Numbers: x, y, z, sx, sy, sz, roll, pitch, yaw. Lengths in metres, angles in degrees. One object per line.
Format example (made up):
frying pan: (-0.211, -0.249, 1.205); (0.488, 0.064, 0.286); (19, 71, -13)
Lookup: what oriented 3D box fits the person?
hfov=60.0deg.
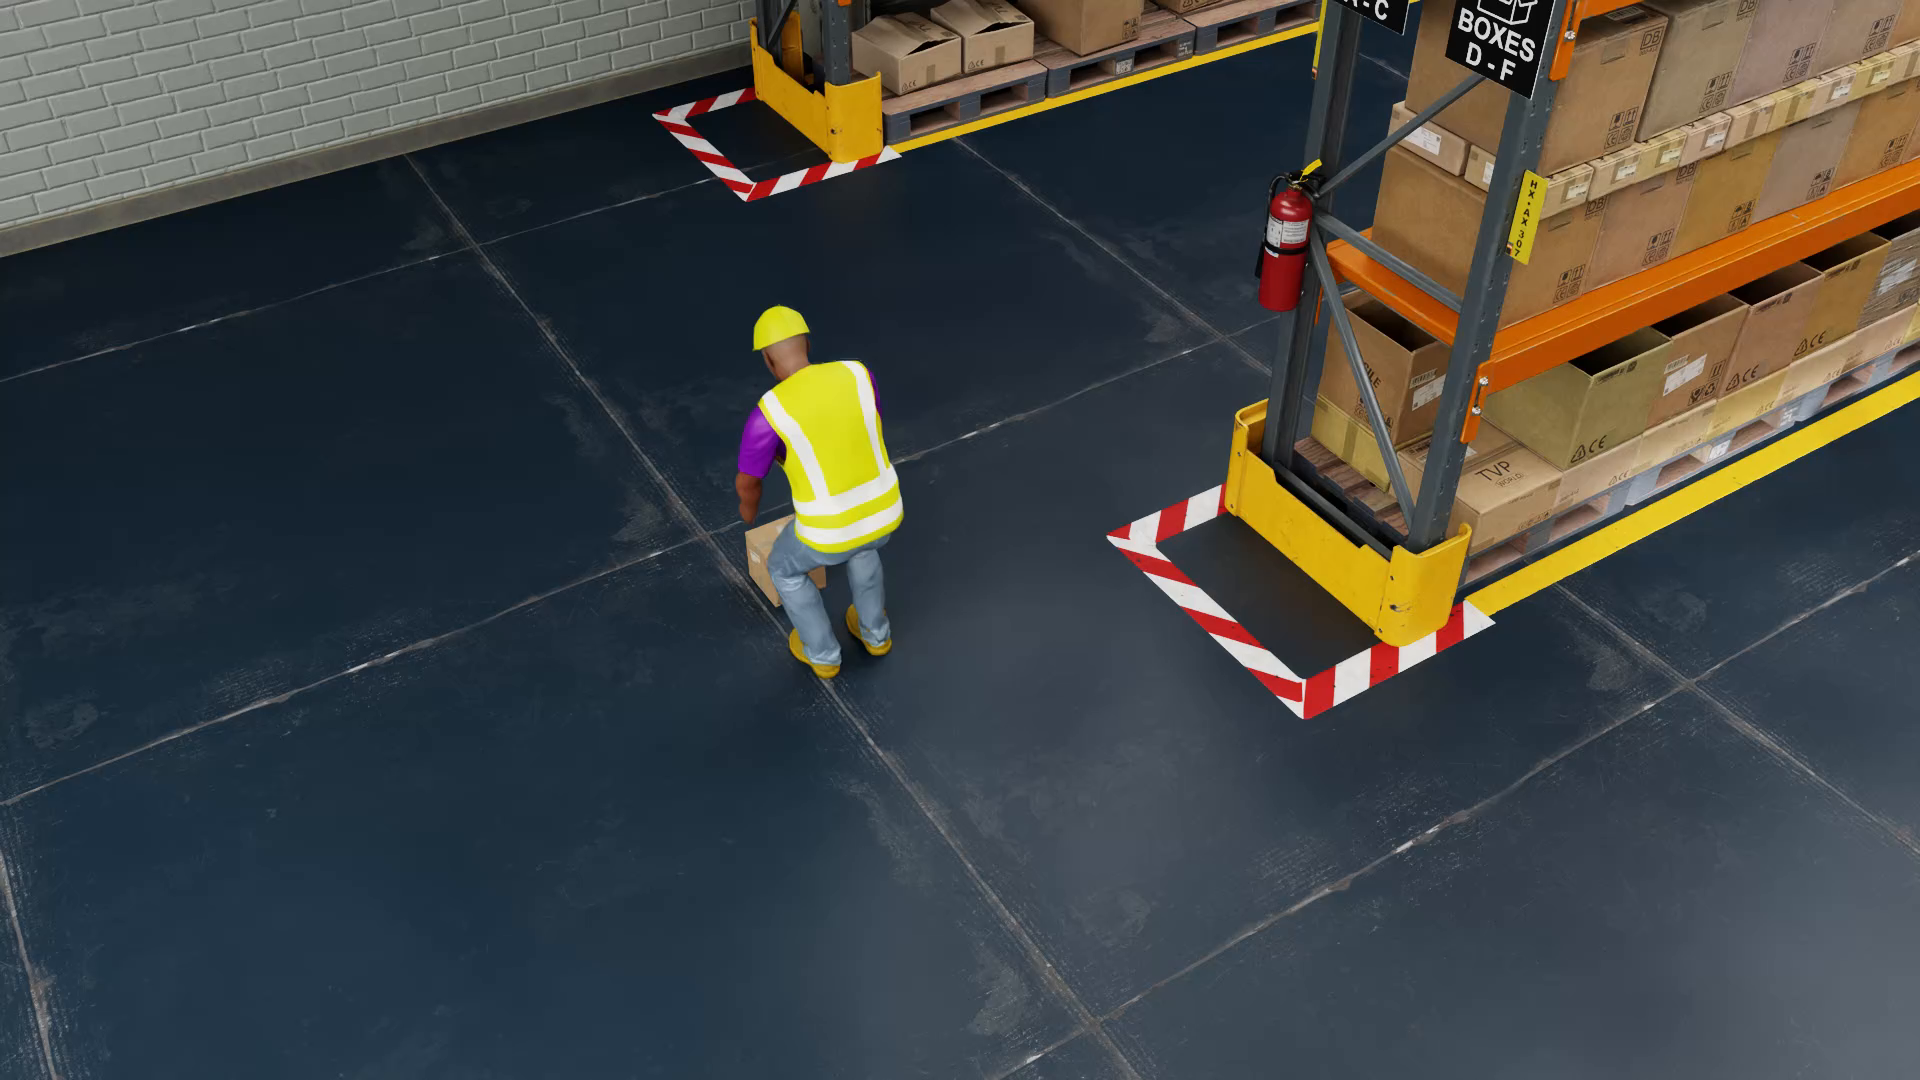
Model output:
person: (-0.551, -0.152, 6.489); (0.625, 1.543, 0.666); (-22, 45, -24)
